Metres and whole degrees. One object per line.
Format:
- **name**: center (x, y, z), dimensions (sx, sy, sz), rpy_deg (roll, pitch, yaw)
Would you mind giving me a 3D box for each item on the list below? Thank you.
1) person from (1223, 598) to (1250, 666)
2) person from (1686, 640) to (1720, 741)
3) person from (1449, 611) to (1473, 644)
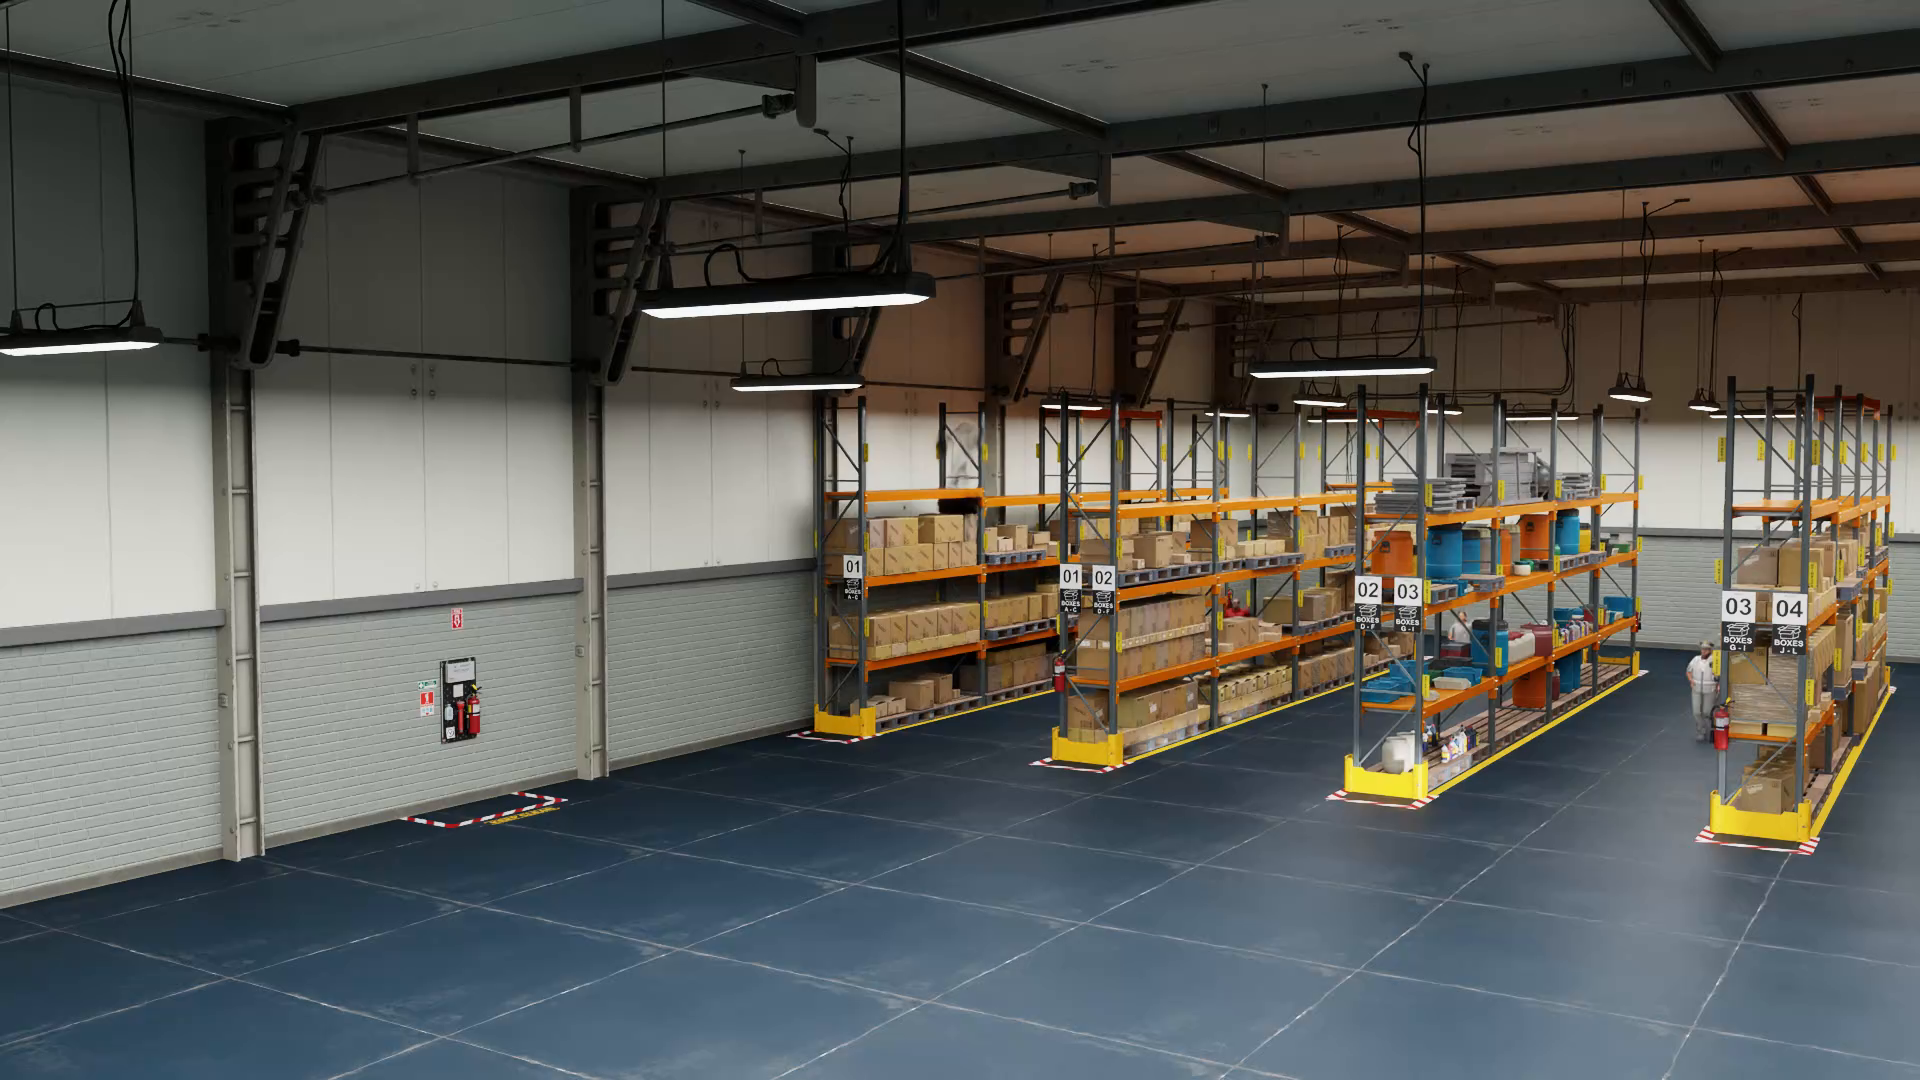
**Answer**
- **person**: center (6.316, 2.192, 37.919), dimensions (0.672, 1.729, 0.814), rpy_deg (1, 3, 24)
- **person**: center (13.012, 2.618, 29.057), dimensions (0.650, 1.746, 0.603), rpy_deg (2, 4, 38)
- **person**: center (10.709, 2.324, 35.470), dimensions (0.574, 1.628, 0.758), rpy_deg (2, 3, 27)
